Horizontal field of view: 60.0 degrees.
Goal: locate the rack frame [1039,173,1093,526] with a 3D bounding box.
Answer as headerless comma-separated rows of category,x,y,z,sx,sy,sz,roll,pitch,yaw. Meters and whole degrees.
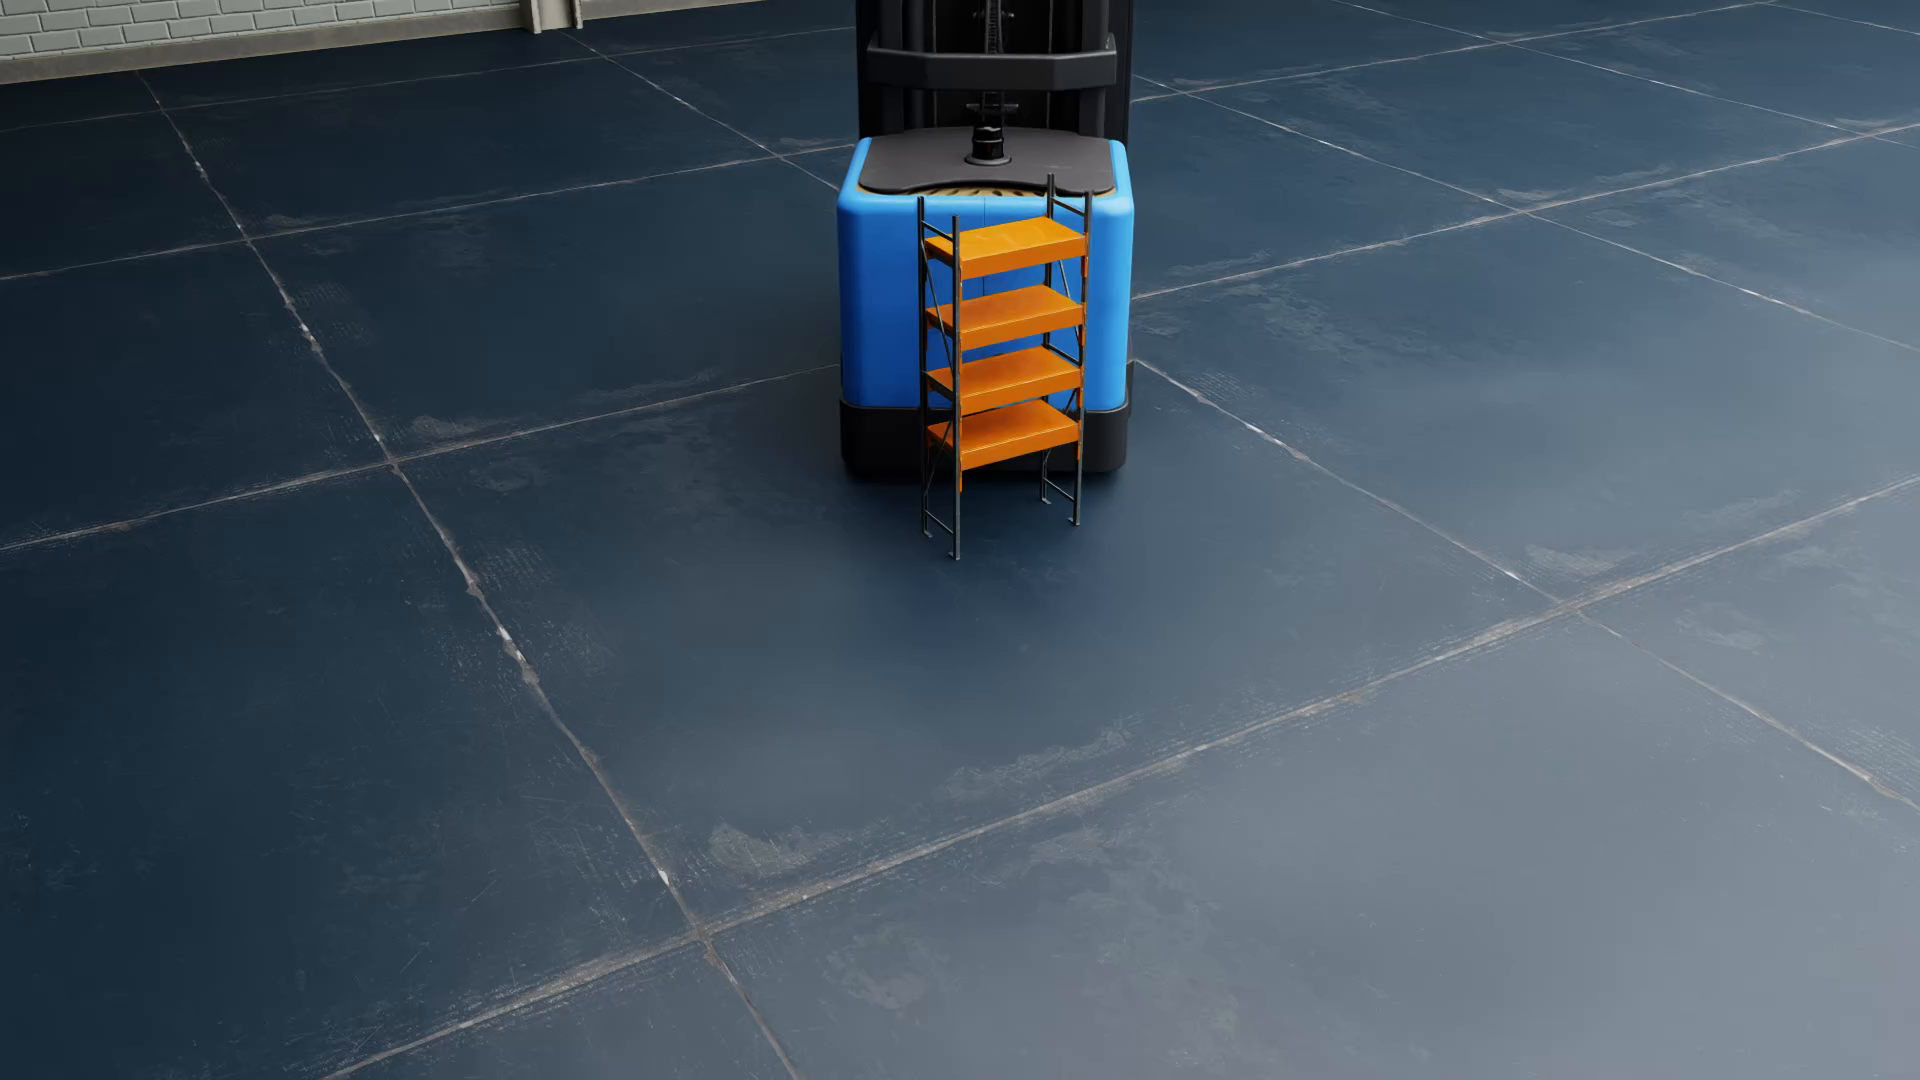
rack frame,0.353,-0.626,5.642,0.015,1.200,0.240,-16,33,-26

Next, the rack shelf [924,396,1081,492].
rack shelf,0.143,-0.333,5.662,0.480,0.148,0.258,-16,33,-26

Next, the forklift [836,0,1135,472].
forklift,0.146,-2.205,6.713,1.130,2.935,3.031,1,29,2

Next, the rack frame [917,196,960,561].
rack frame,-0.068,-0.506,5.425,0.015,1.200,0.240,-16,33,-26

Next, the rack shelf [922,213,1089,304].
rack shelf,0.143,-0.910,5.344,0.480,0.148,0.258,-16,33,-26

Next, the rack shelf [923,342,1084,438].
rack shelf,0.143,-0.507,5.566,0.480,0.148,0.258,-16,33,-26

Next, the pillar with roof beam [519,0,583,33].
pillar with roof beam,-1.013,-6.168,7.613,0.400,9.000,9.100,-16,33,-26

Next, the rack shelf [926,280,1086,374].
rack shelf,0.143,-0.703,5.458,0.480,0.148,0.258,-16,33,-26

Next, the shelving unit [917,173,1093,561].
shelving unit,0.143,-0.566,5.534,0.503,1.200,0.258,-16,33,-26
